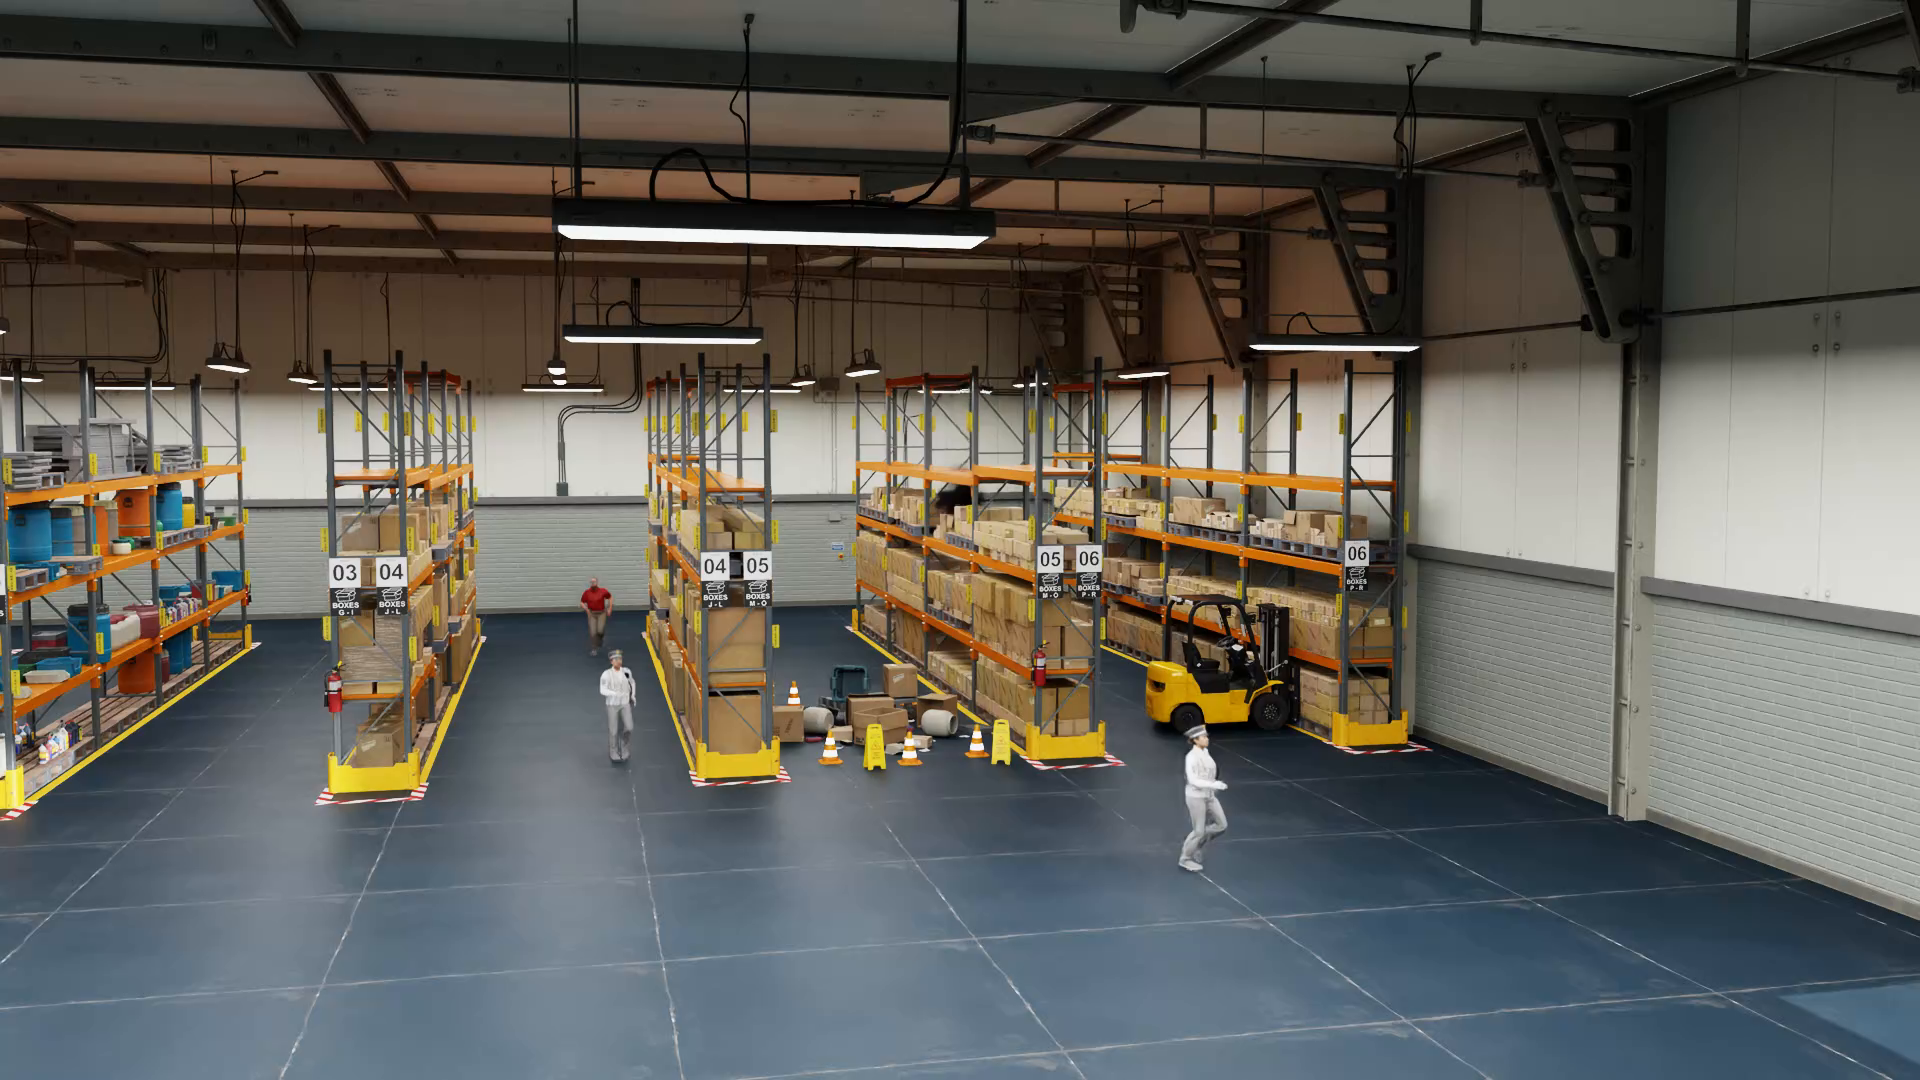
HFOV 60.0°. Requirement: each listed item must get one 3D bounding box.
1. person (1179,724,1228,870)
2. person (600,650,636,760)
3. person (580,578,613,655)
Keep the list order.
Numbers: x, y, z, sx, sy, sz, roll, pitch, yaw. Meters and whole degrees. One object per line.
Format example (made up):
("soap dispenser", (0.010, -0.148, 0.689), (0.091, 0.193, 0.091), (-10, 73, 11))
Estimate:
("person", (2.734, 2.872, 18.587), (0.584, 1.660, 0.595), (3, 5, 33))
("person", (-5.029, 2.444, 24.579), (0.587, 1.661, 0.631), (-2, 4, -26))
("person", (-7.896, 1.665, 36.114), (0.681, 1.677, 0.641), (0, 4, -7))
